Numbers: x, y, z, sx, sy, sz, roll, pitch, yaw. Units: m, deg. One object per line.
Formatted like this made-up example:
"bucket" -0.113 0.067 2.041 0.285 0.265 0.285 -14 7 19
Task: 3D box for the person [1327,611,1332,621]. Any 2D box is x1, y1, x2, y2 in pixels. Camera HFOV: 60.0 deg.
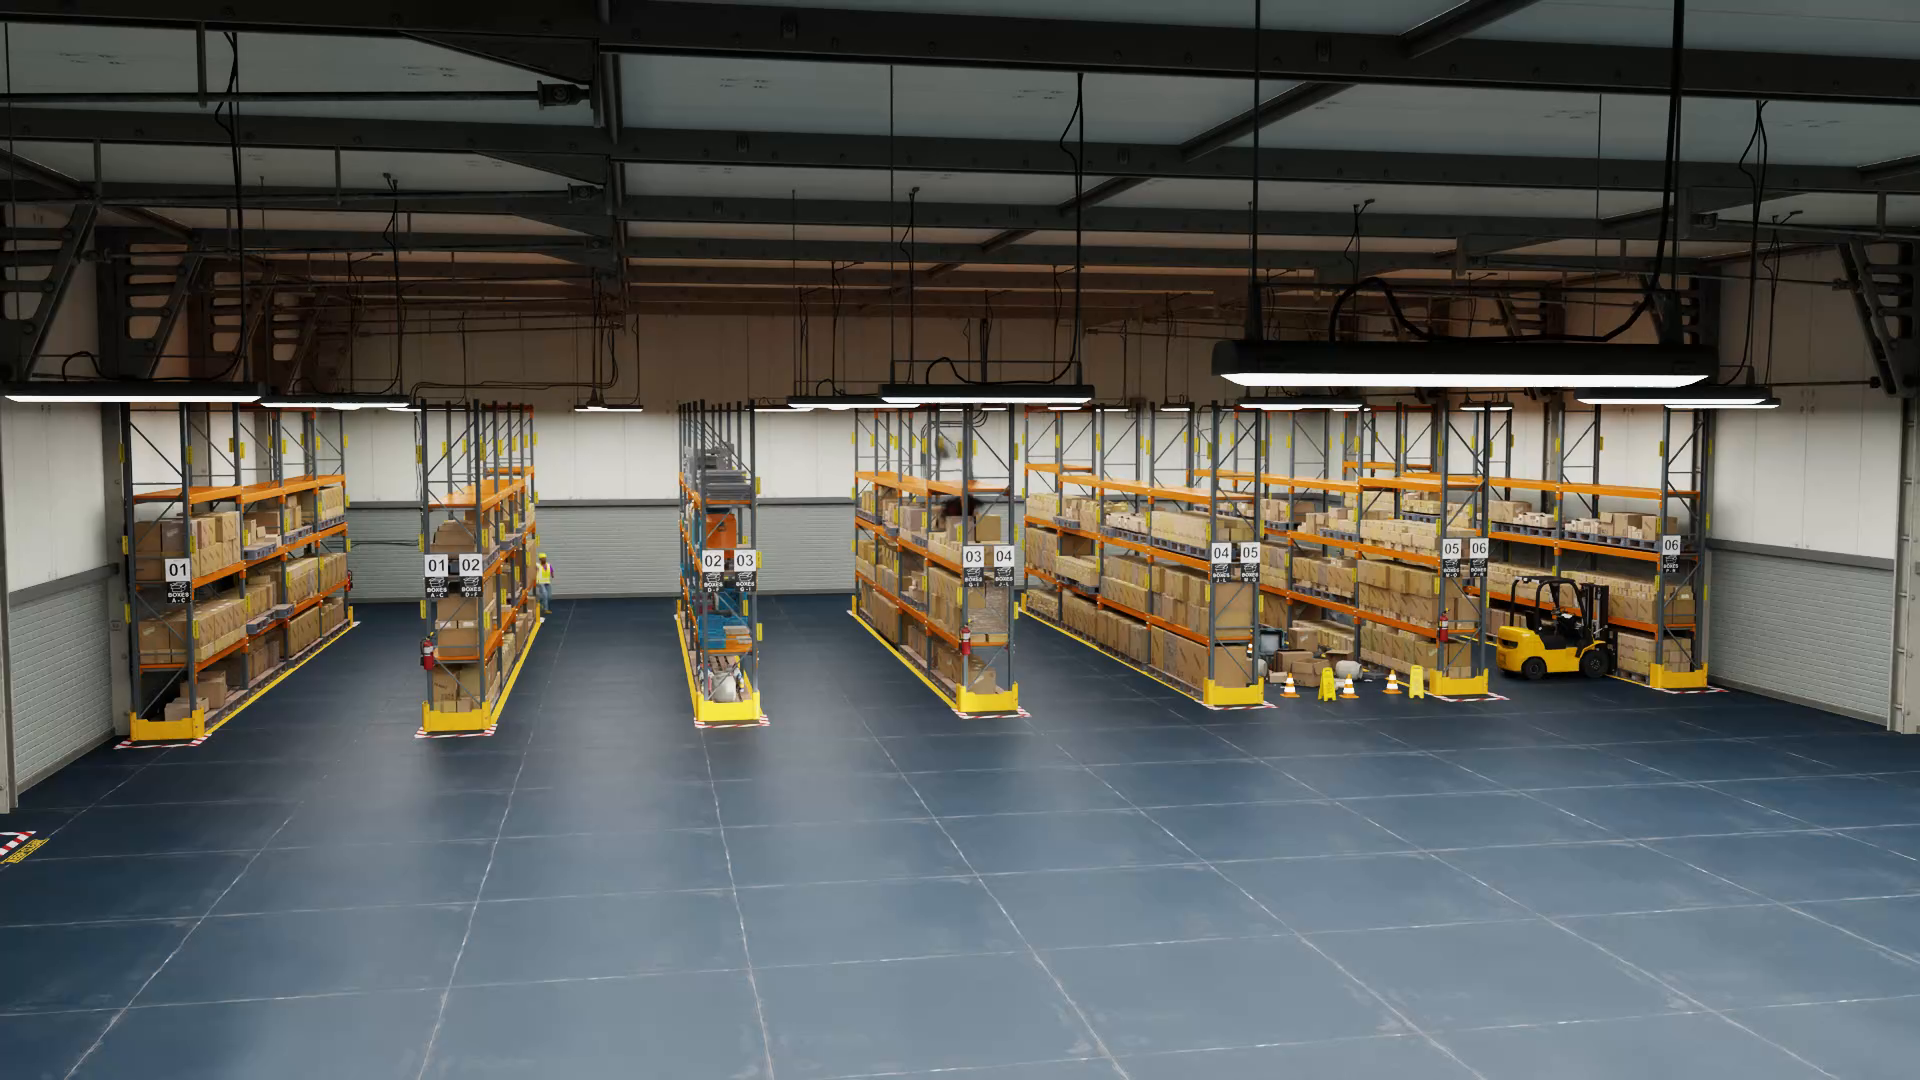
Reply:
"person" 10.242 1.410 45.669 0.667 1.752 0.594 -2 5 -23

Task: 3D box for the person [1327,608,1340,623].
"person" 10.069 1.503 44.568 0.683 1.729 0.612 -1 5 -19

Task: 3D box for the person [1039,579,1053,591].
"person" 2.653 1.134 49.823 0.598 1.685 0.664 -2 5 -23

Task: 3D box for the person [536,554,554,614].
"person" -11.995 1.252 47.777 0.747 1.735 0.702 4 6 43
